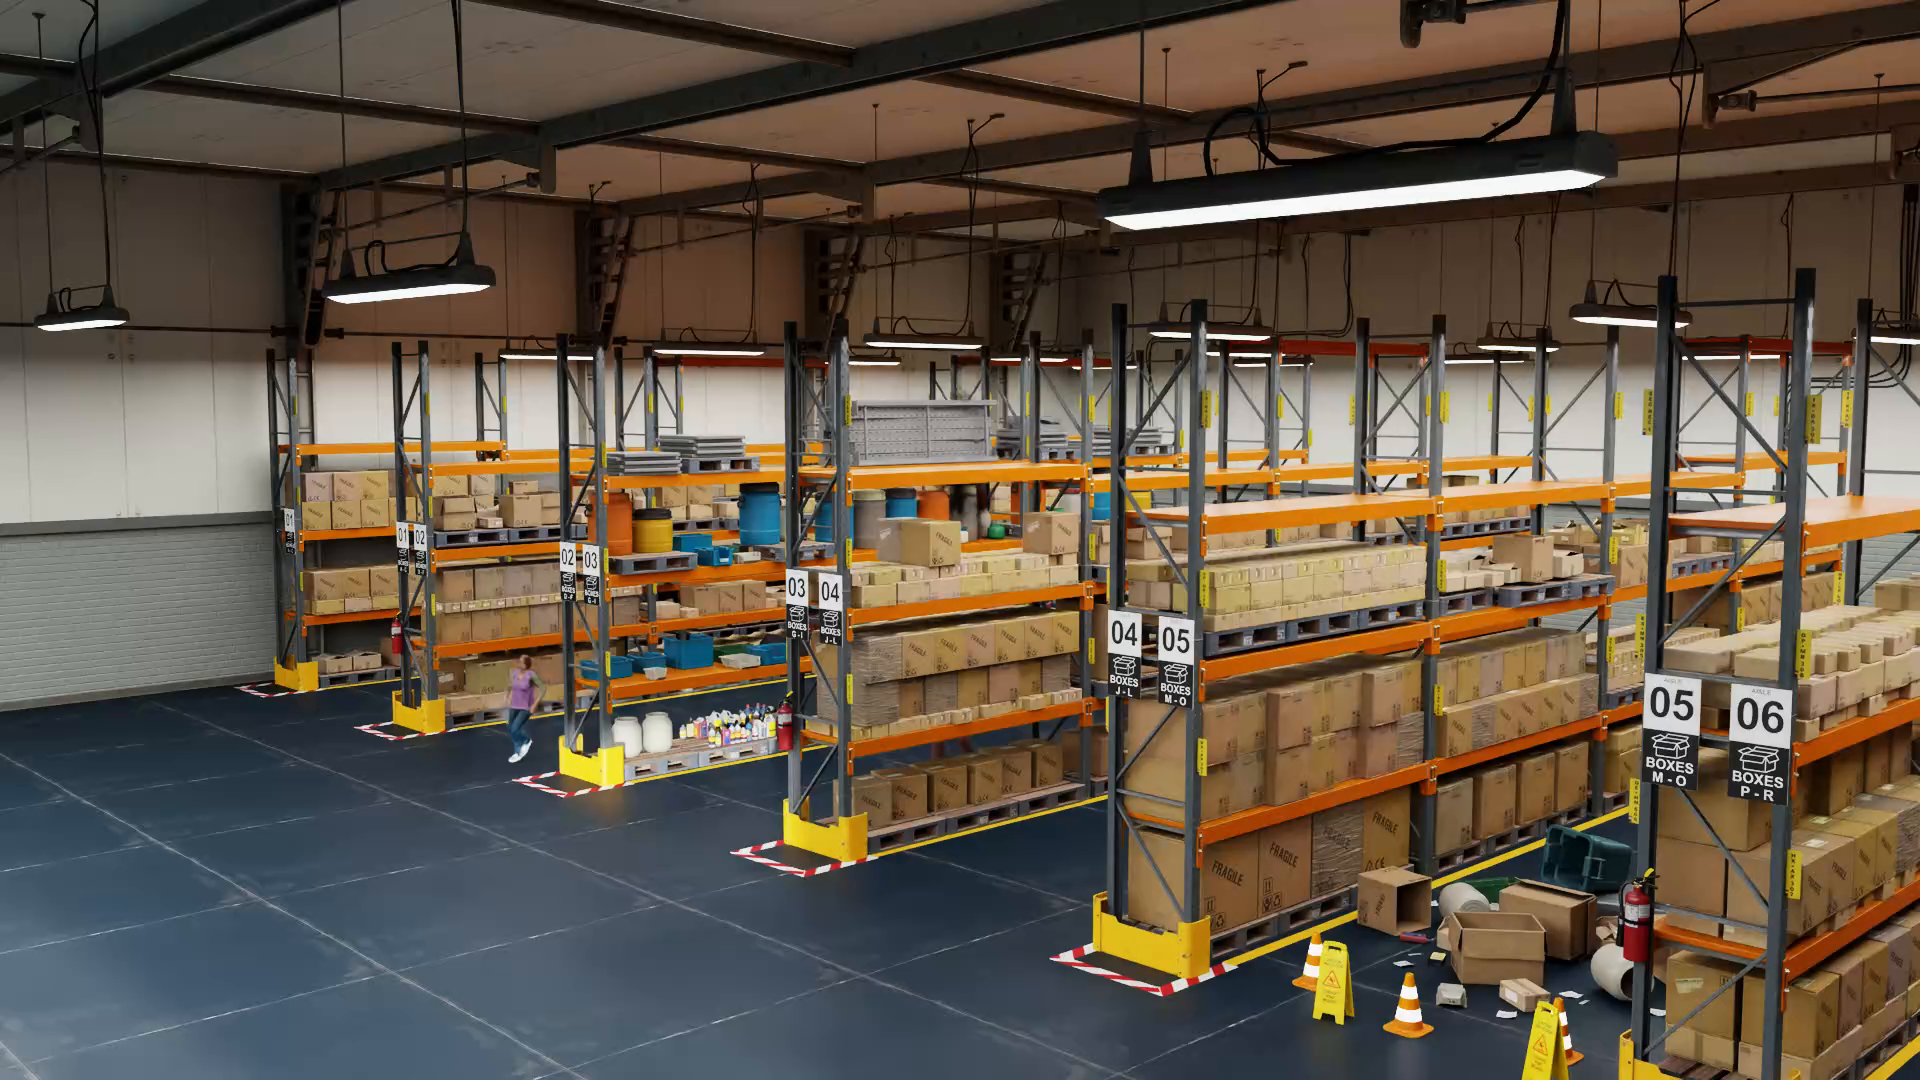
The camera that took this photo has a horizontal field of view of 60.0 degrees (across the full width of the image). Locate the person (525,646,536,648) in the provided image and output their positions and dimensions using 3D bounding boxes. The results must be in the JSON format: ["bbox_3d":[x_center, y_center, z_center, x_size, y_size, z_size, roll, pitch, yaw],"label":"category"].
[{"bbox_3d":[-7.545,1.716,29.677,0.663,1.757,0.782,3,6,34],"label":"person"}]

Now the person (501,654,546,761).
[{"bbox_3d":[-6.178,2.379,23.409,0.603,1.549,0.473,3,6,27],"label":"person"}]

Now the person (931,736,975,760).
[{"bbox_3d":[-0.092,2.377,22.432,0.554,1.710,0.840,5,7,43],"label":"person"}]
